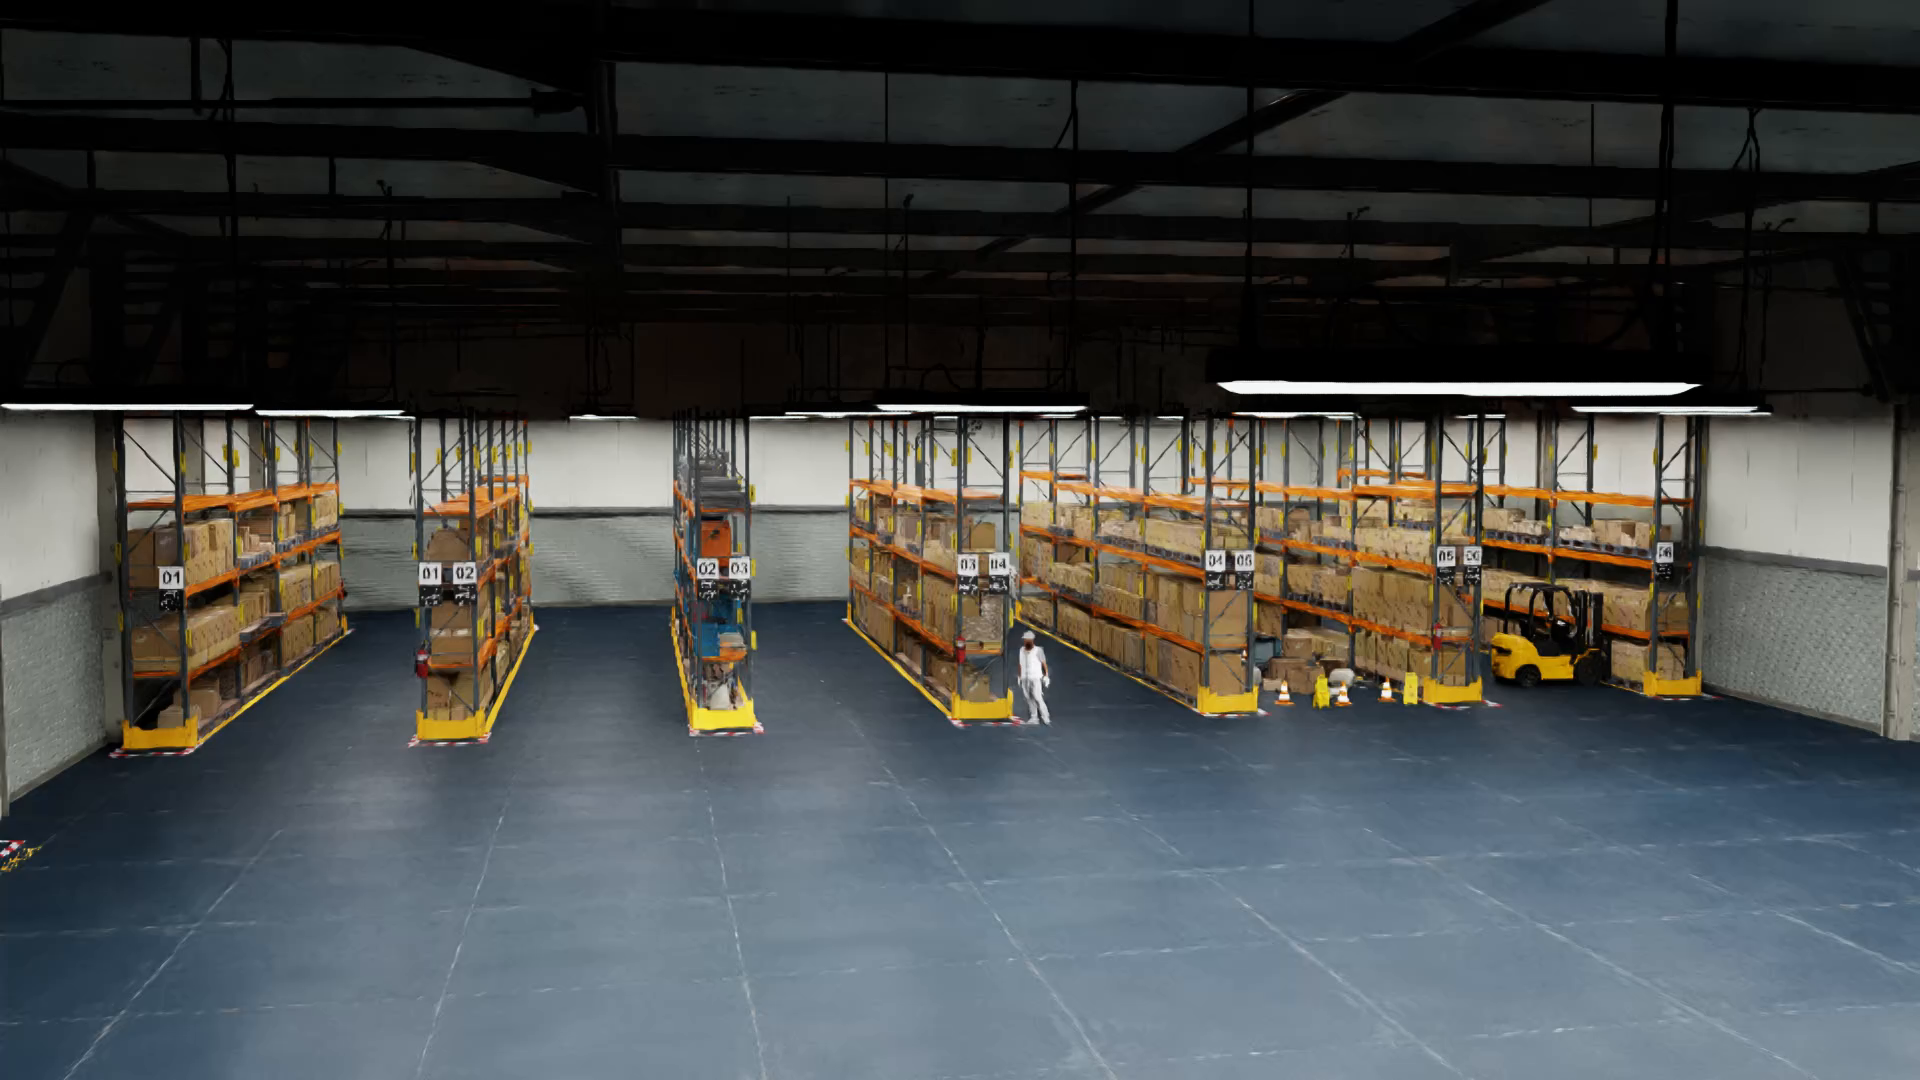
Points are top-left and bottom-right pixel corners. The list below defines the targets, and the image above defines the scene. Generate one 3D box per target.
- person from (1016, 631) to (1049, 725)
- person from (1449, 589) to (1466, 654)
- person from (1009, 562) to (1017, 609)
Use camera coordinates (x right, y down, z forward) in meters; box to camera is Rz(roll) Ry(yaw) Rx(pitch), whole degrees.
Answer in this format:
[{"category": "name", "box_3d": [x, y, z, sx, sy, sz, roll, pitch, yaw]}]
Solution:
[{"category": "person", "box_3d": [1.370, 2.601, 31.363, 0.676, 1.773, 0.434, 3, 5, 40]}, {"category": "person", "box_3d": [12.023, 2.007, 40.451, 0.599, 1.645, 0.554, 1, 4, 20]}, {"category": "person", "box_3d": [1.471, 1.336, 50.089, 0.548, 1.654, 0.541, 2, 5, 30]}]
